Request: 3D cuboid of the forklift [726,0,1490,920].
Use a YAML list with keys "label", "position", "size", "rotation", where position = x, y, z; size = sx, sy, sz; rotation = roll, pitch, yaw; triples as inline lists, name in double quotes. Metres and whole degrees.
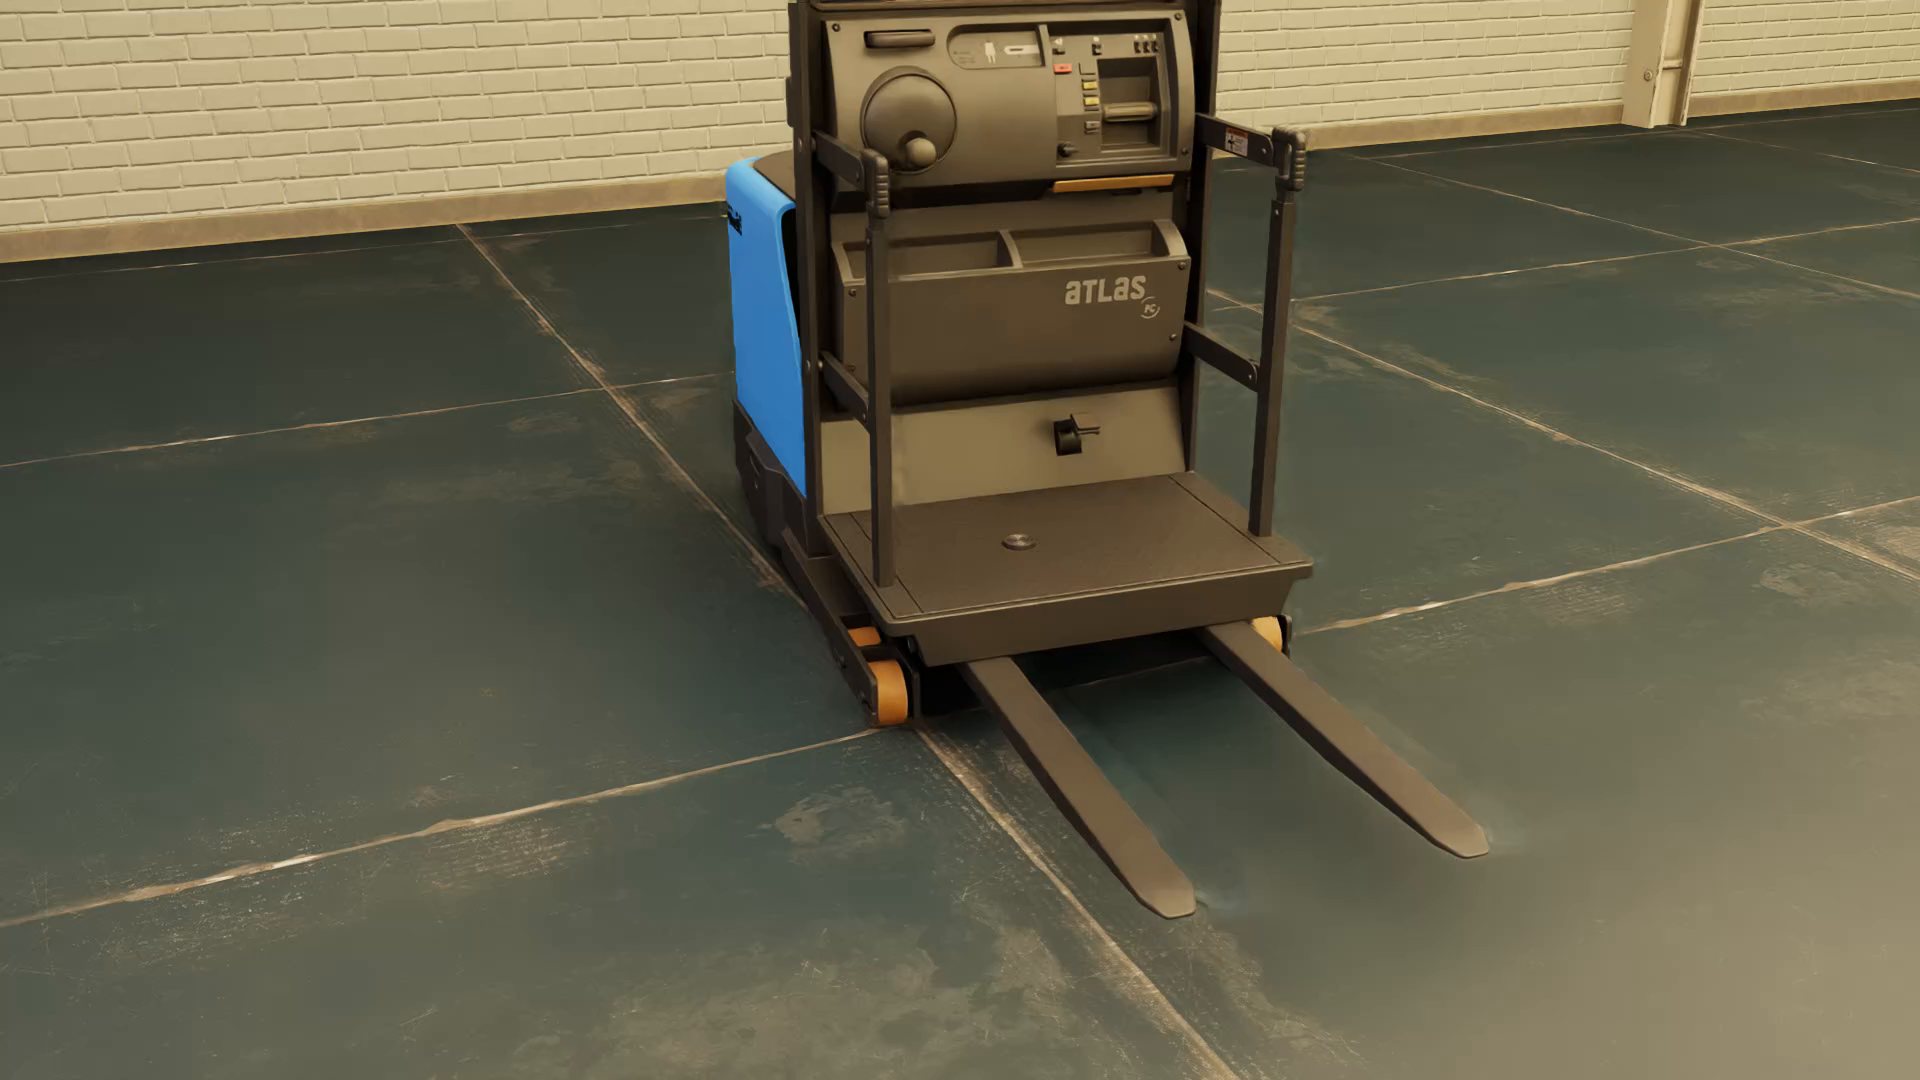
- label: "forklift"
  position: [0.204, -1.074, 3.872]
  size: [1.130, 2.935, 3.031]
  rotation: [-7, 24, -17]
